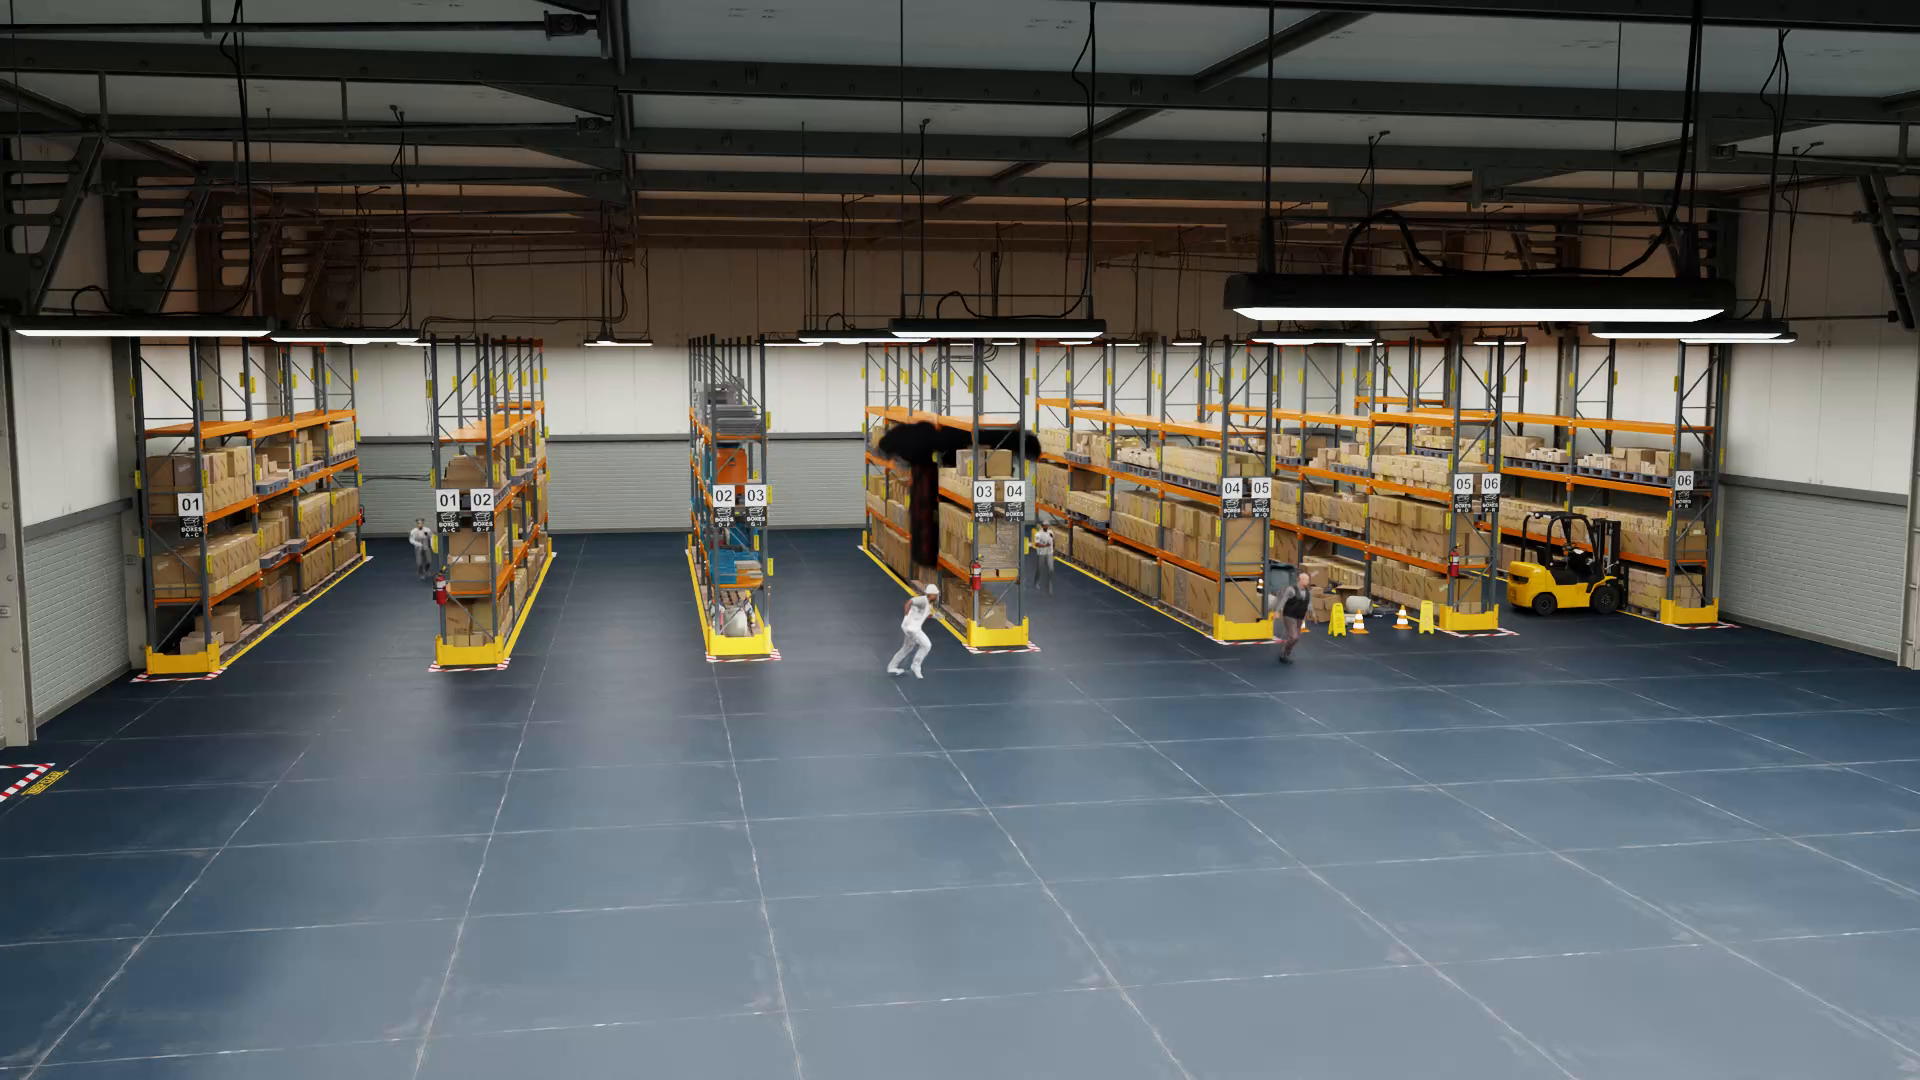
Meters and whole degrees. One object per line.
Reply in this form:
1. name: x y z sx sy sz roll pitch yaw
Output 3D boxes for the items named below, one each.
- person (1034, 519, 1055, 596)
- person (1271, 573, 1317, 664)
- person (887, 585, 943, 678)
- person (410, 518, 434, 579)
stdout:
1. person: 1.946 0.374 38.235 0.555 1.747 0.849 -2 7 -18
2. person: 6.124 1.429 30.304 0.650 1.685 0.641 -5 8 -36
3. person: -0.803 1.605 29.009 0.992 1.679 0.722 1 7 11
4. person: -13.349 0.219 41.292 0.607 1.573 0.745 -3 7 -22
